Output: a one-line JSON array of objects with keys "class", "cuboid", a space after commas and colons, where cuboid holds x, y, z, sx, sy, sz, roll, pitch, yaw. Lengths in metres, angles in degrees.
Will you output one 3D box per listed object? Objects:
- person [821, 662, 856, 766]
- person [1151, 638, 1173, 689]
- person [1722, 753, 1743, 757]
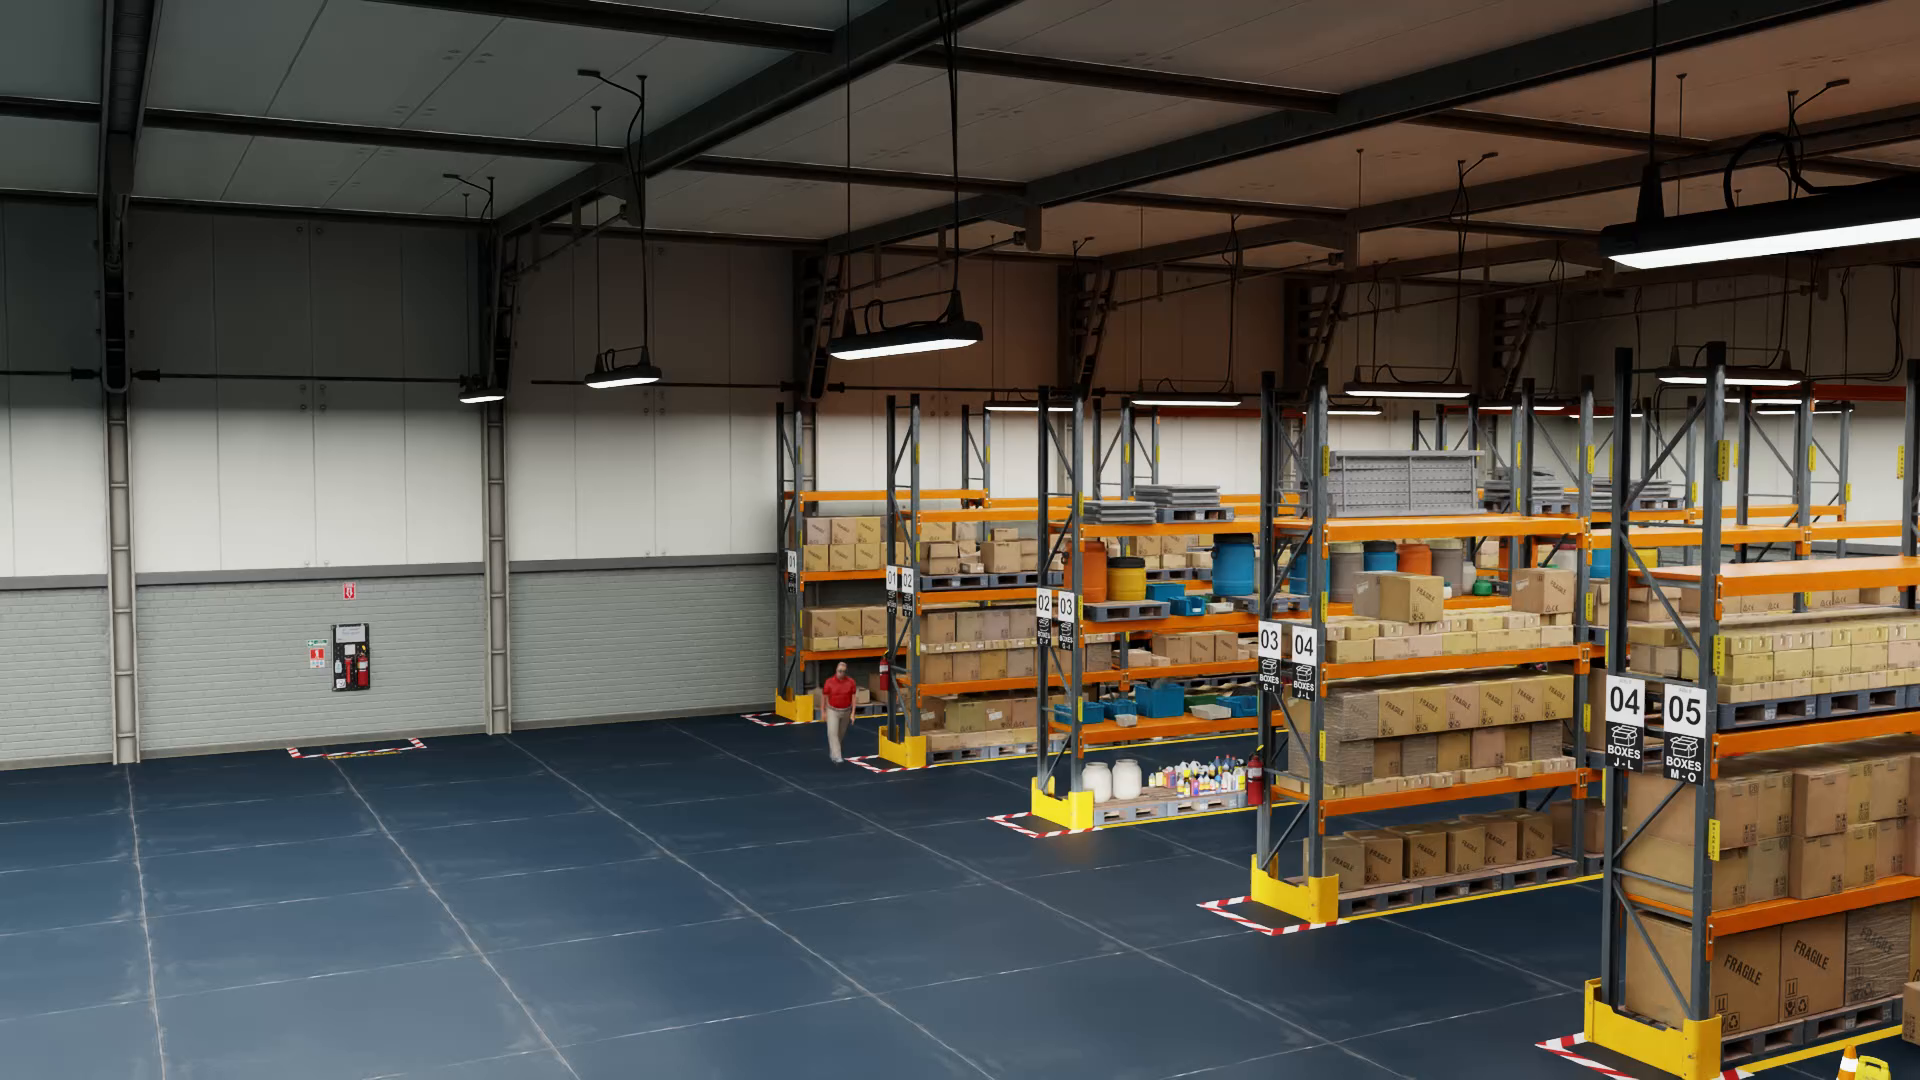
[{"class": "person", "cuboid": [-1.934, 2.795, 26.798, 0.568, 1.659, 1.093, -2, 4, -28]}, {"class": "person", "cuboid": [3.906, 2.573, 31.619, 0.741, 1.615, 0.620, -1, 3, -16]}, {"class": "person", "cuboid": [8.683, 3.210, 18.819, 0.530, 1.790, 0.575, -1, 4, -23]}]
